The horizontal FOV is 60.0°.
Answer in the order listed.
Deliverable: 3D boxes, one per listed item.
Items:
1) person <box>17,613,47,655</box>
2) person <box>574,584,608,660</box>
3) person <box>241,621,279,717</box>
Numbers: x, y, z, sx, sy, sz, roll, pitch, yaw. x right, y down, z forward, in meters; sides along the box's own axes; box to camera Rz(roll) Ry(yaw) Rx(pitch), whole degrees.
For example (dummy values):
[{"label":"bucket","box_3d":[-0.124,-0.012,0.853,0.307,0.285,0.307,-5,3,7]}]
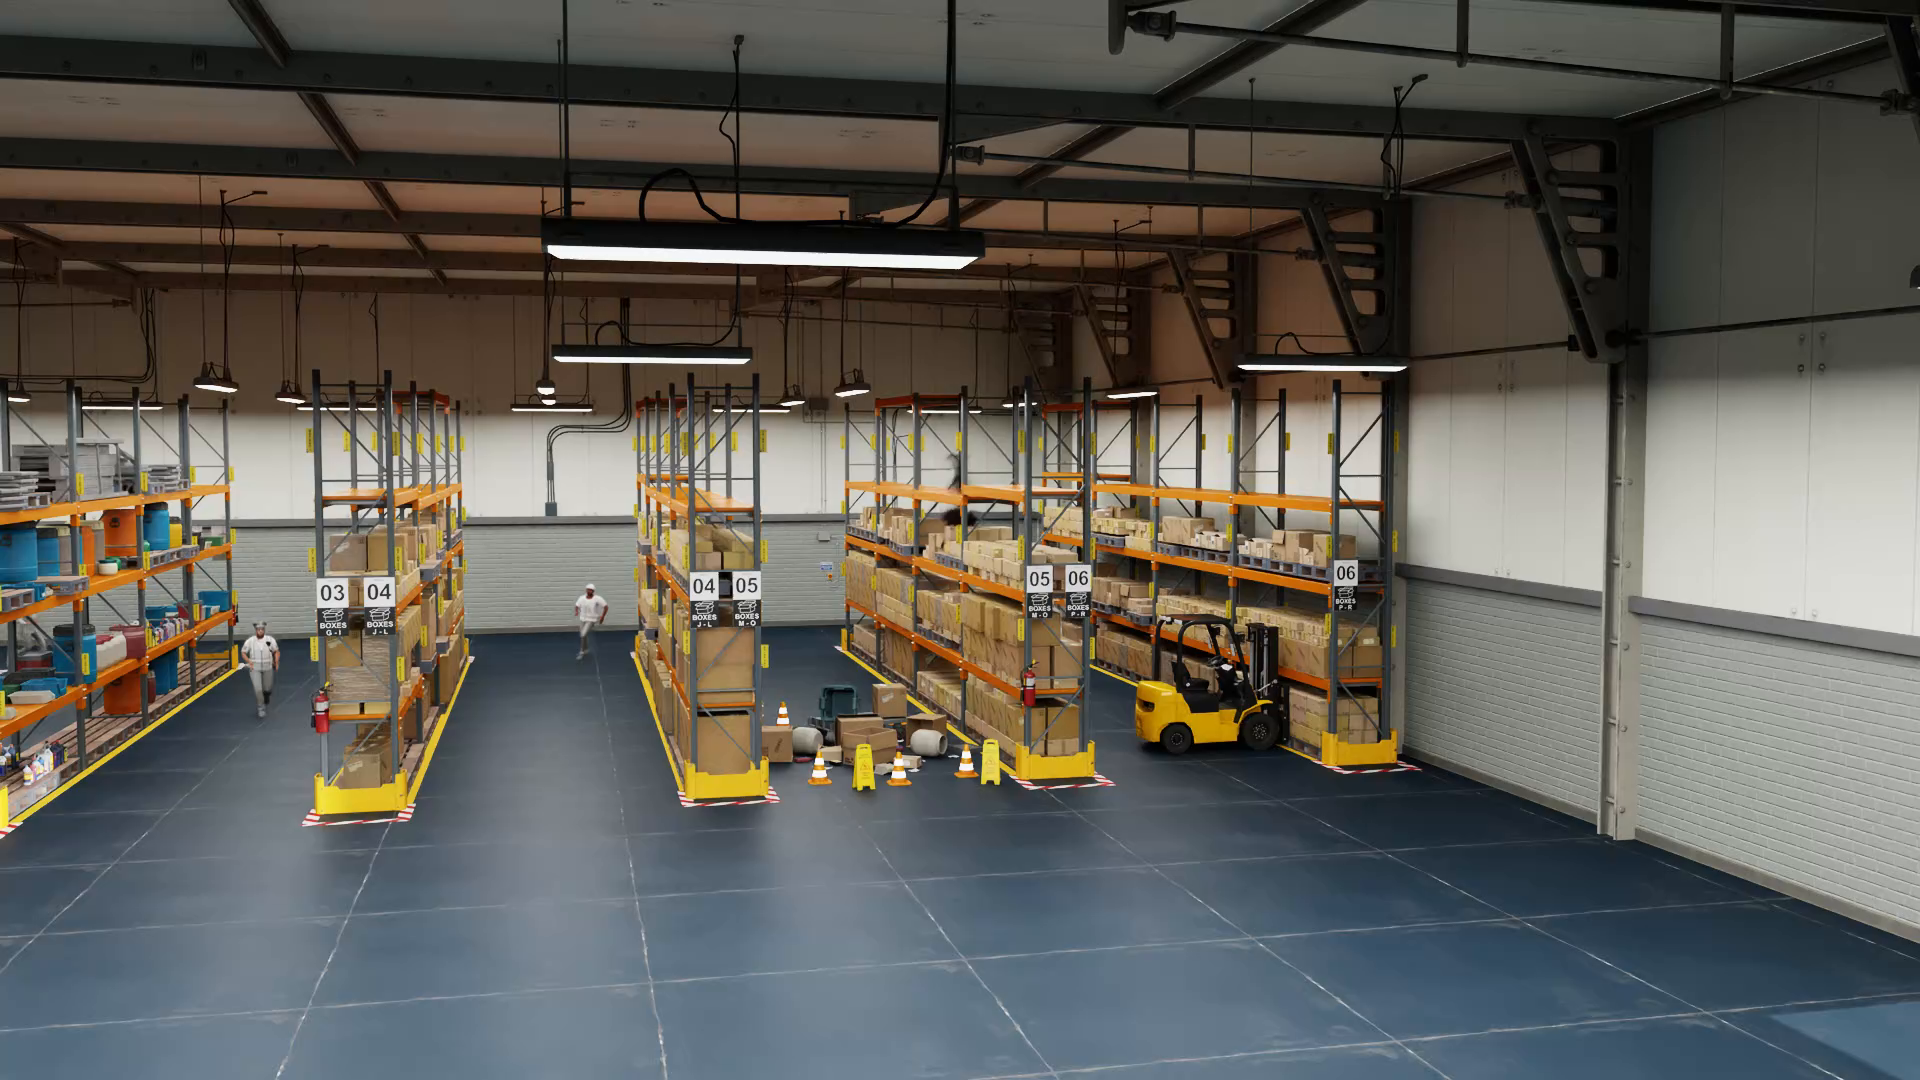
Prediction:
[{"label":"person","box_3d":[-20.822,2.071,37.215,0.872,1.587,0.558,1,3,12]},{"label":"person","box_3d":[-8.656,1.904,38.788,0.762,1.783,0.685,1,4,20]},{"label":"person","box_3d":[-12.951,2.366,30.795,0.664,1.749,0.632,-2,4,-27]}]
